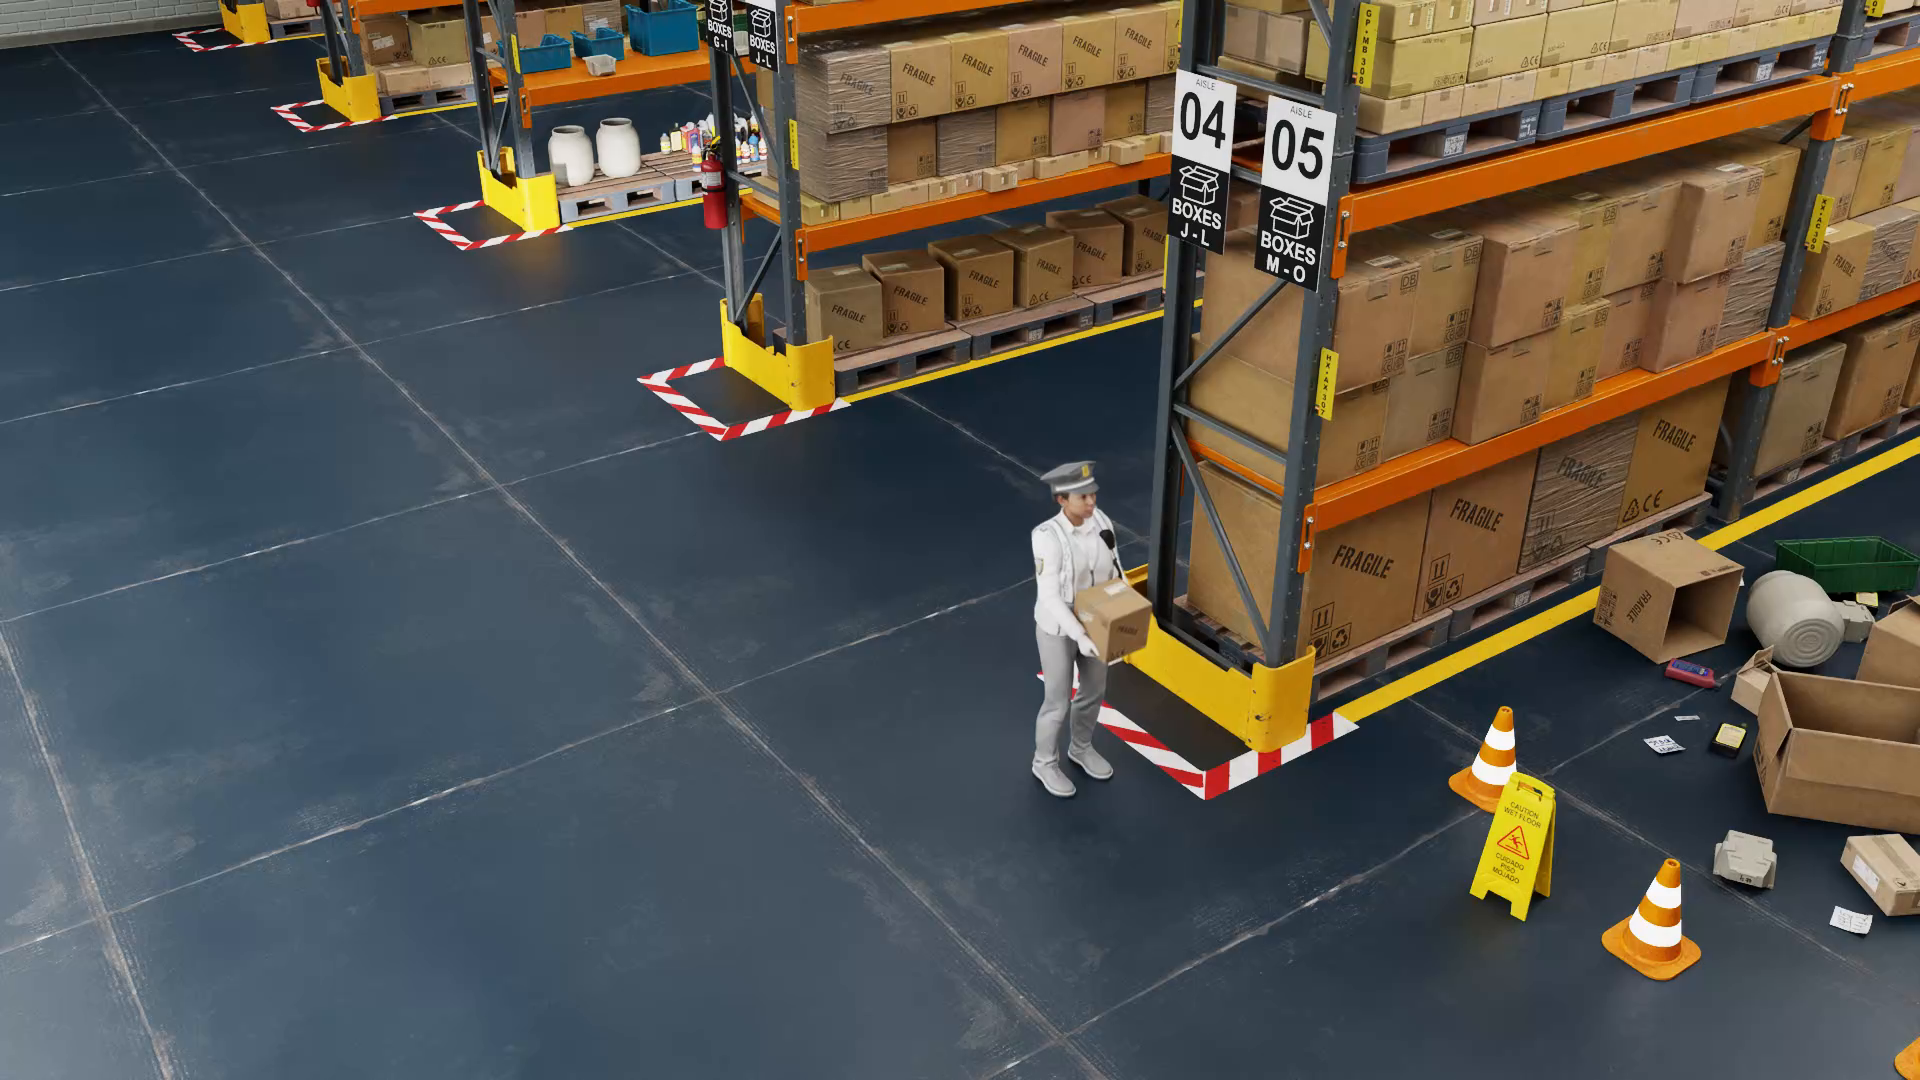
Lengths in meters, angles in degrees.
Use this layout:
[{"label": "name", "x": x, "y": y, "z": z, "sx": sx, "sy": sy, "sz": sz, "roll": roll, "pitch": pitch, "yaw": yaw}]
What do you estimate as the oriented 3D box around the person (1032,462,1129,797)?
[{"label": "person", "x": 0.581, "y": 0.431, "z": 7.810, "sx": 0.461, "sy": 1.687, "sz": 0.562, "roll": -19, "pitch": 34, "yaw": -30}]
